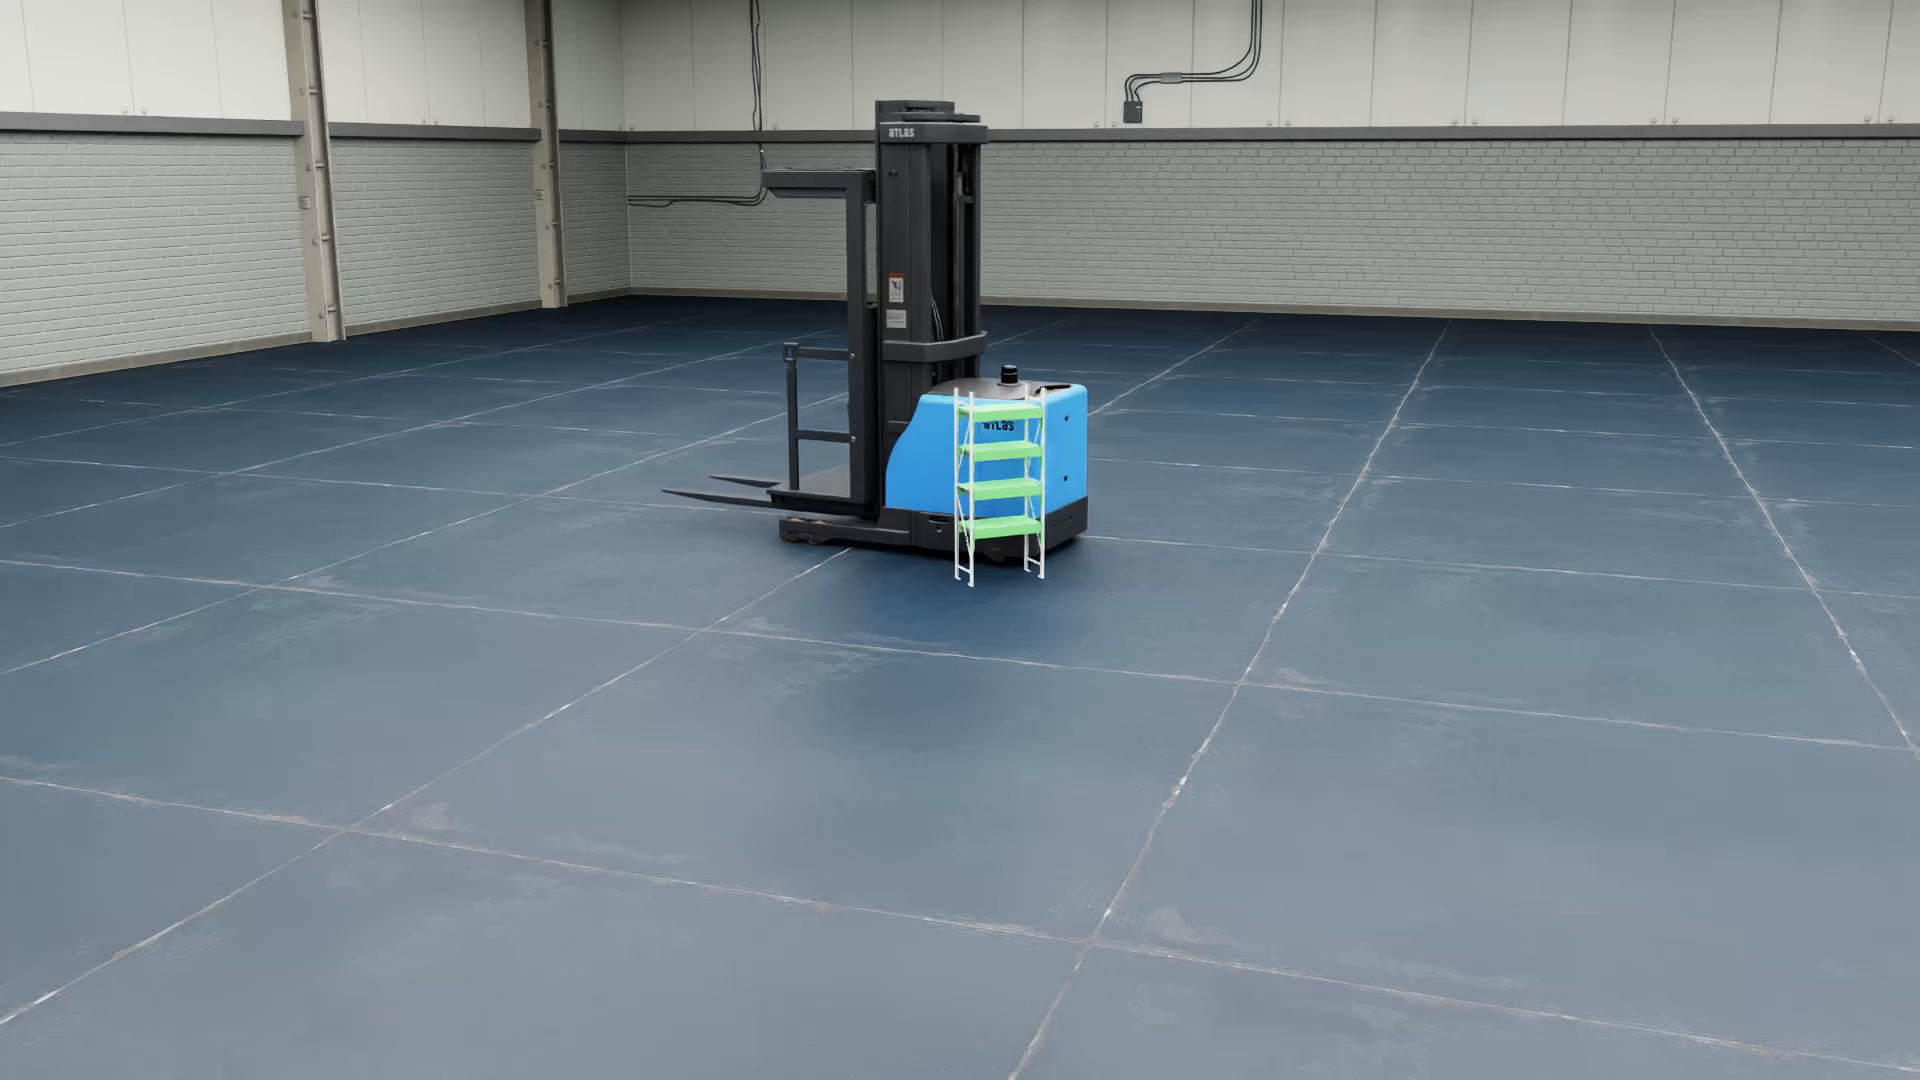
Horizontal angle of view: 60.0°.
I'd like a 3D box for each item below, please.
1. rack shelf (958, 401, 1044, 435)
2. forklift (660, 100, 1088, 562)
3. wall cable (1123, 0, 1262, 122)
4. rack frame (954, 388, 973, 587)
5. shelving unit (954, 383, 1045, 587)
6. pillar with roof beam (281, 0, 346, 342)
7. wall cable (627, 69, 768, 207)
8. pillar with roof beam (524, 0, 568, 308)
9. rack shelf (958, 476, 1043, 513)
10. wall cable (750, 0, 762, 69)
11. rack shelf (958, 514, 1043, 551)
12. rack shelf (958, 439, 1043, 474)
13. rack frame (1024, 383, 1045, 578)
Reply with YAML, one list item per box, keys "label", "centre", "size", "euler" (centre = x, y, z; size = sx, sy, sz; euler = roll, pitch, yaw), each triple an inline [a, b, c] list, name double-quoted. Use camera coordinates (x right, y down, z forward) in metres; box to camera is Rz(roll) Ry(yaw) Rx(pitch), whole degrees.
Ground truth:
- label: "rack shelf"
  centre: [0.244, -0.753, 10.215]
  size: [0.480, 0.148, 0.258]
  euler: [-6, 14, -24]
- label: "forklift"
  centre: [-0.675, -1.492, 11.437]
  size: [3.031, 2.935, 1.130]
  euler: [6, 14, 26]
- label: "wall cable"
  centre: [3.918, -10.056, 27.680]
  size: [2.305, 6.003, 0.169]
  euler: [4, 14, 18]
- label: "rack frame"
  centre: [0.024, -0.324, 10.204]
  size: [0.015, 1.200, 0.240]
  euler: [-6, 14, -24]
- label: "shelving unit"
  centre: [0.245, -0.346, 10.304]
  size: [0.503, 1.200, 0.258]
  euler: [-6, 14, -24]
- label: "pillar with roof beam"
  centre: [-5.131, -6.986, 21.874]
  size: [9.100, 9.000, 0.400]
  euler: [4, 14, 18]
- label: "wall cable"
  centre: [-5.059, -7.571, 31.413]
  size: [3.097, 2.526, 0.112]
  euler: [4, 14, 18]
- label: "pillar with roof beam"
  centre: [-3.190, -8.250, 27.409]
  size: [9.100, 9.000, 0.400]
  euler: [4, 14, 18]
- label: "rack shelf"
  centre: [0.245, -0.284, 10.318]
  size: [0.480, 0.148, 0.258]
  euler: [-6, 14, -24]
- label: "wall cable"
  centre: [-2.499, -9.838, 29.997]
  size: [3.097, 2.526, 0.112]
  euler: [4, 14, 18]
- label: "rack shelf"
  centre: [0.246, -0.050, 10.370]
  size: [0.480, 0.148, 0.258]
  euler: [-6, 14, -24]
- label: "rack shelf"
  centre: [0.245, -0.518, 10.266]
  size: [0.480, 0.148, 0.258]
  euler: [-6, 14, -24]
- label: "rack frame"
  centre: [0.467, -0.369, 10.404]
  size: [0.015, 1.200, 0.240]
  euler: [-6, 14, -24]
